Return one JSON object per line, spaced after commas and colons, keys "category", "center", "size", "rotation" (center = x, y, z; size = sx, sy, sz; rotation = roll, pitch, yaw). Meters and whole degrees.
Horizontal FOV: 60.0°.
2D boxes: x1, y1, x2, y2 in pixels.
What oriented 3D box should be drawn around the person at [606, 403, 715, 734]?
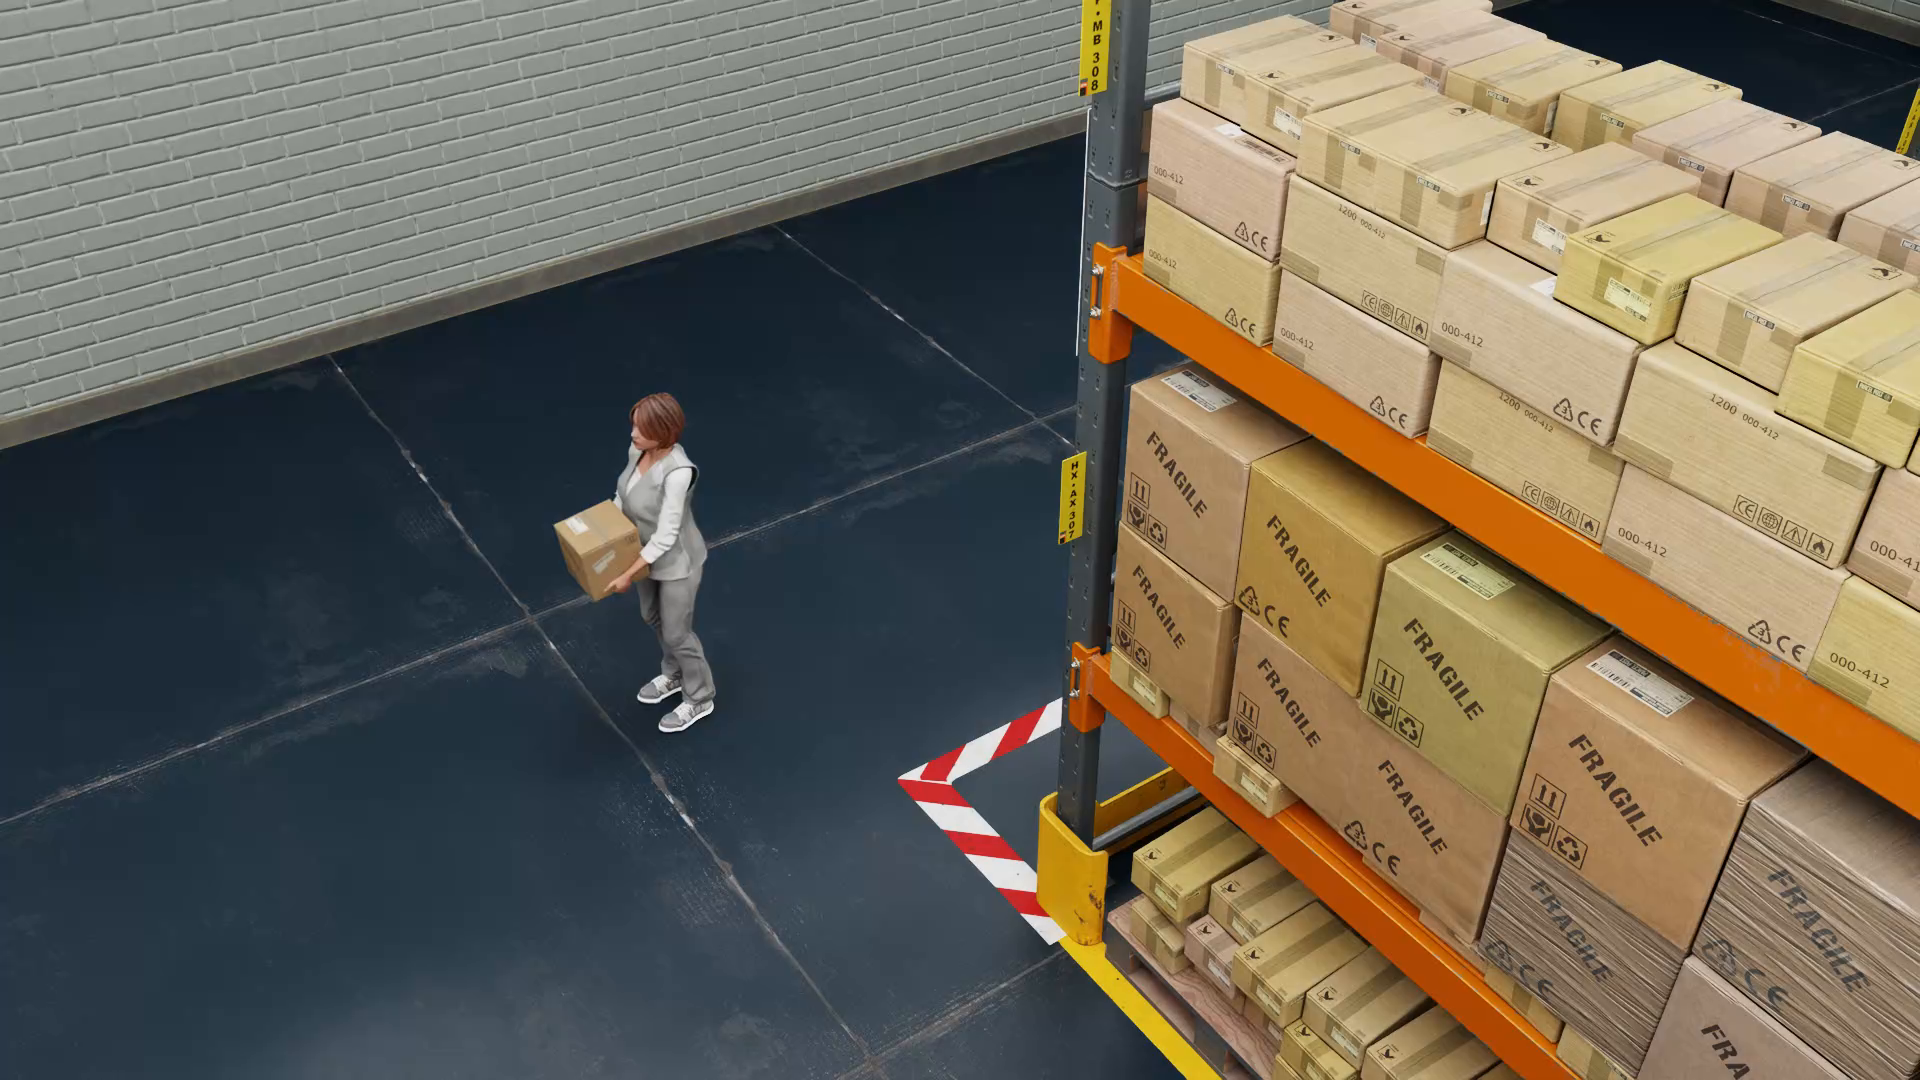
{"category": "person", "center": [-1.220, 0.095, 6.882], "size": [0.347, 1.591, 0.480], "rotation": [-26, 44, -30]}
